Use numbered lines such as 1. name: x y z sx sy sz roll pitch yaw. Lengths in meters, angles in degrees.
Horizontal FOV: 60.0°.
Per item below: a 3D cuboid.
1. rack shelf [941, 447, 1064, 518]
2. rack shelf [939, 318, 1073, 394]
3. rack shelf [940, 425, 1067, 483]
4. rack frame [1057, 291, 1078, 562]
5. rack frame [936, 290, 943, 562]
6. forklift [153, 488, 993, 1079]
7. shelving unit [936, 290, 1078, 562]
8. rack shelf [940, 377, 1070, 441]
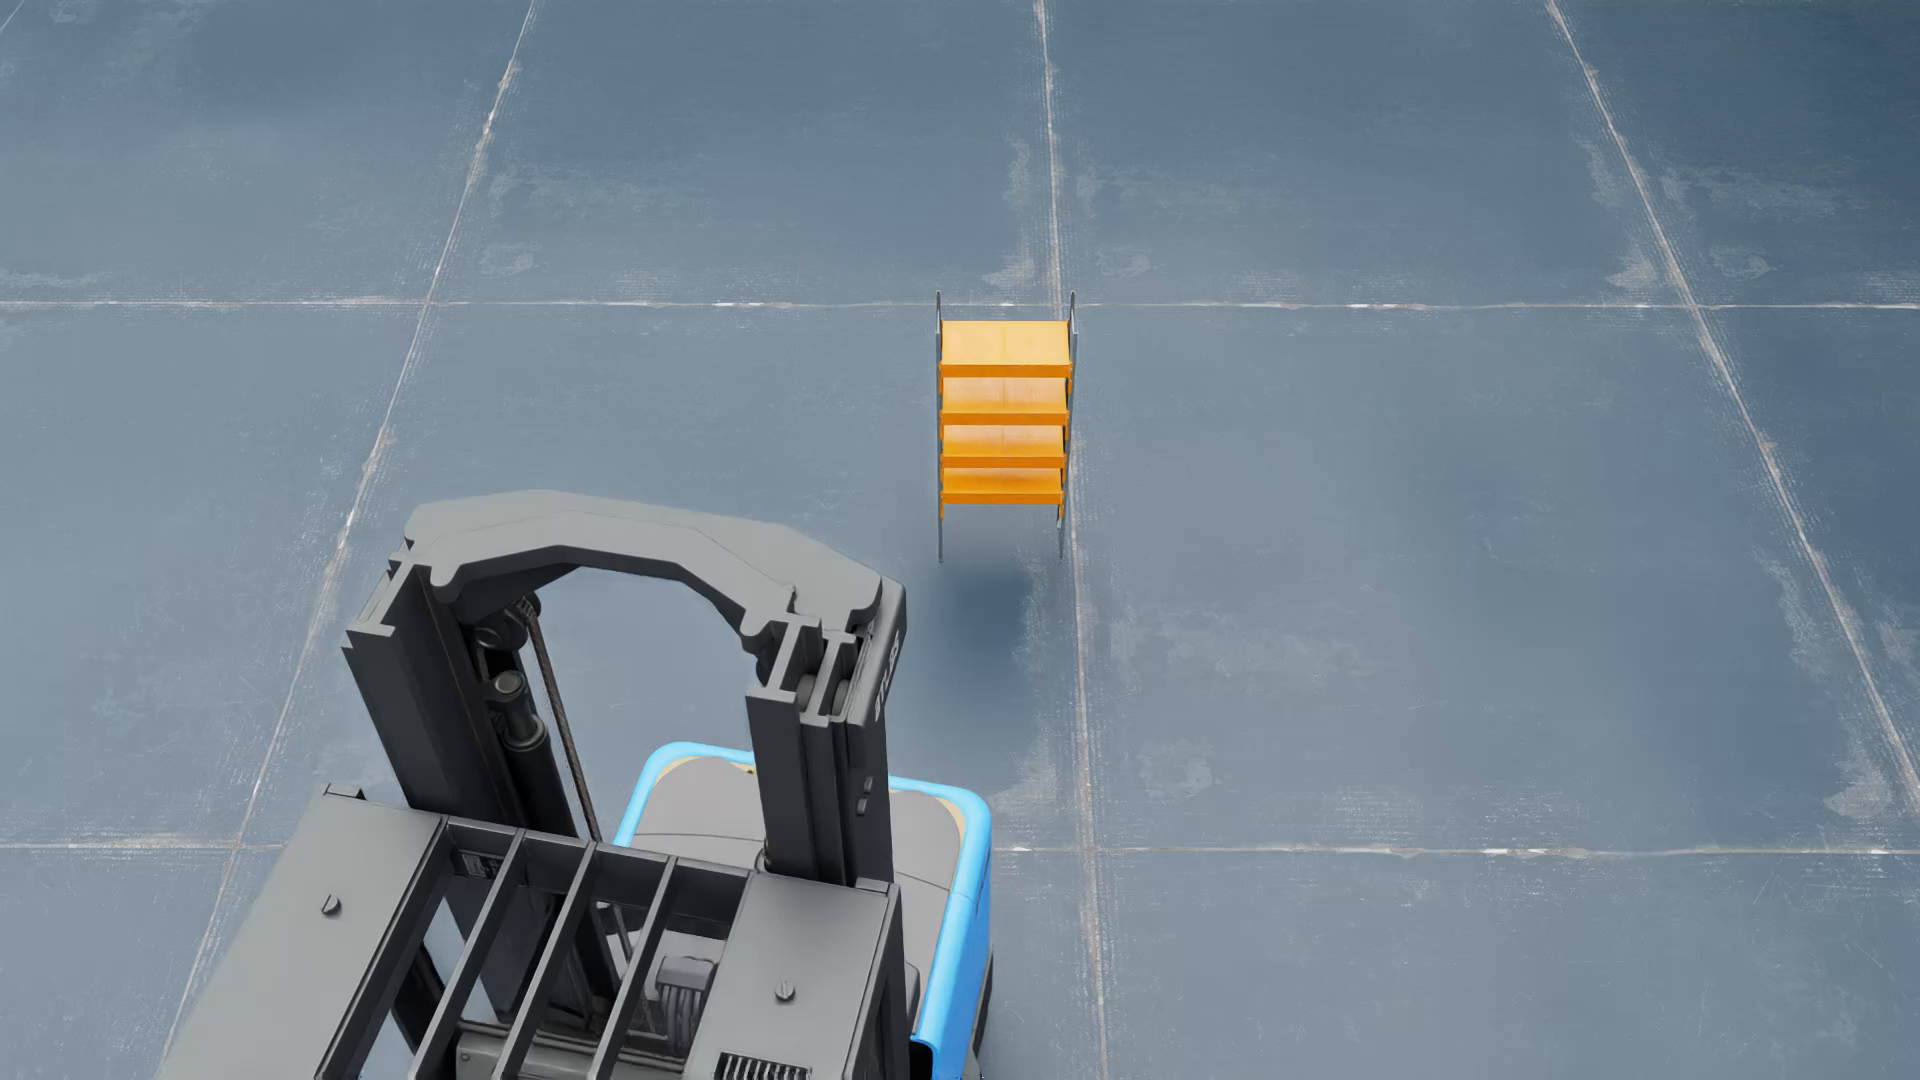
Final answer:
1. rack shelf: 0.166 -0.227 6.586 0.480 0.148 0.258 0 47 0
2. rack shelf: 0.166 -0.676 6.104 0.480 0.148 0.258 0 47 0
3. rack shelf: 0.166 -0.363 6.440 0.480 0.148 0.258 0 47 0
4. rack frame: 0.410 -0.408 6.391 0.015 1.200 0.240 0 47 0
5. rack frame: -0.078 -0.409 6.392 0.015 1.200 0.240 0 47 0
6. forklift: -0.693 1.436 3.492 1.130 2.935 3.031 8 48 8
7. shelving unit: 0.166 -0.408 6.391 0.503 1.200 0.258 0 47 0
8. rack shelf: 0.166 -0.515 6.277 0.480 0.148 0.258 0 47 0
